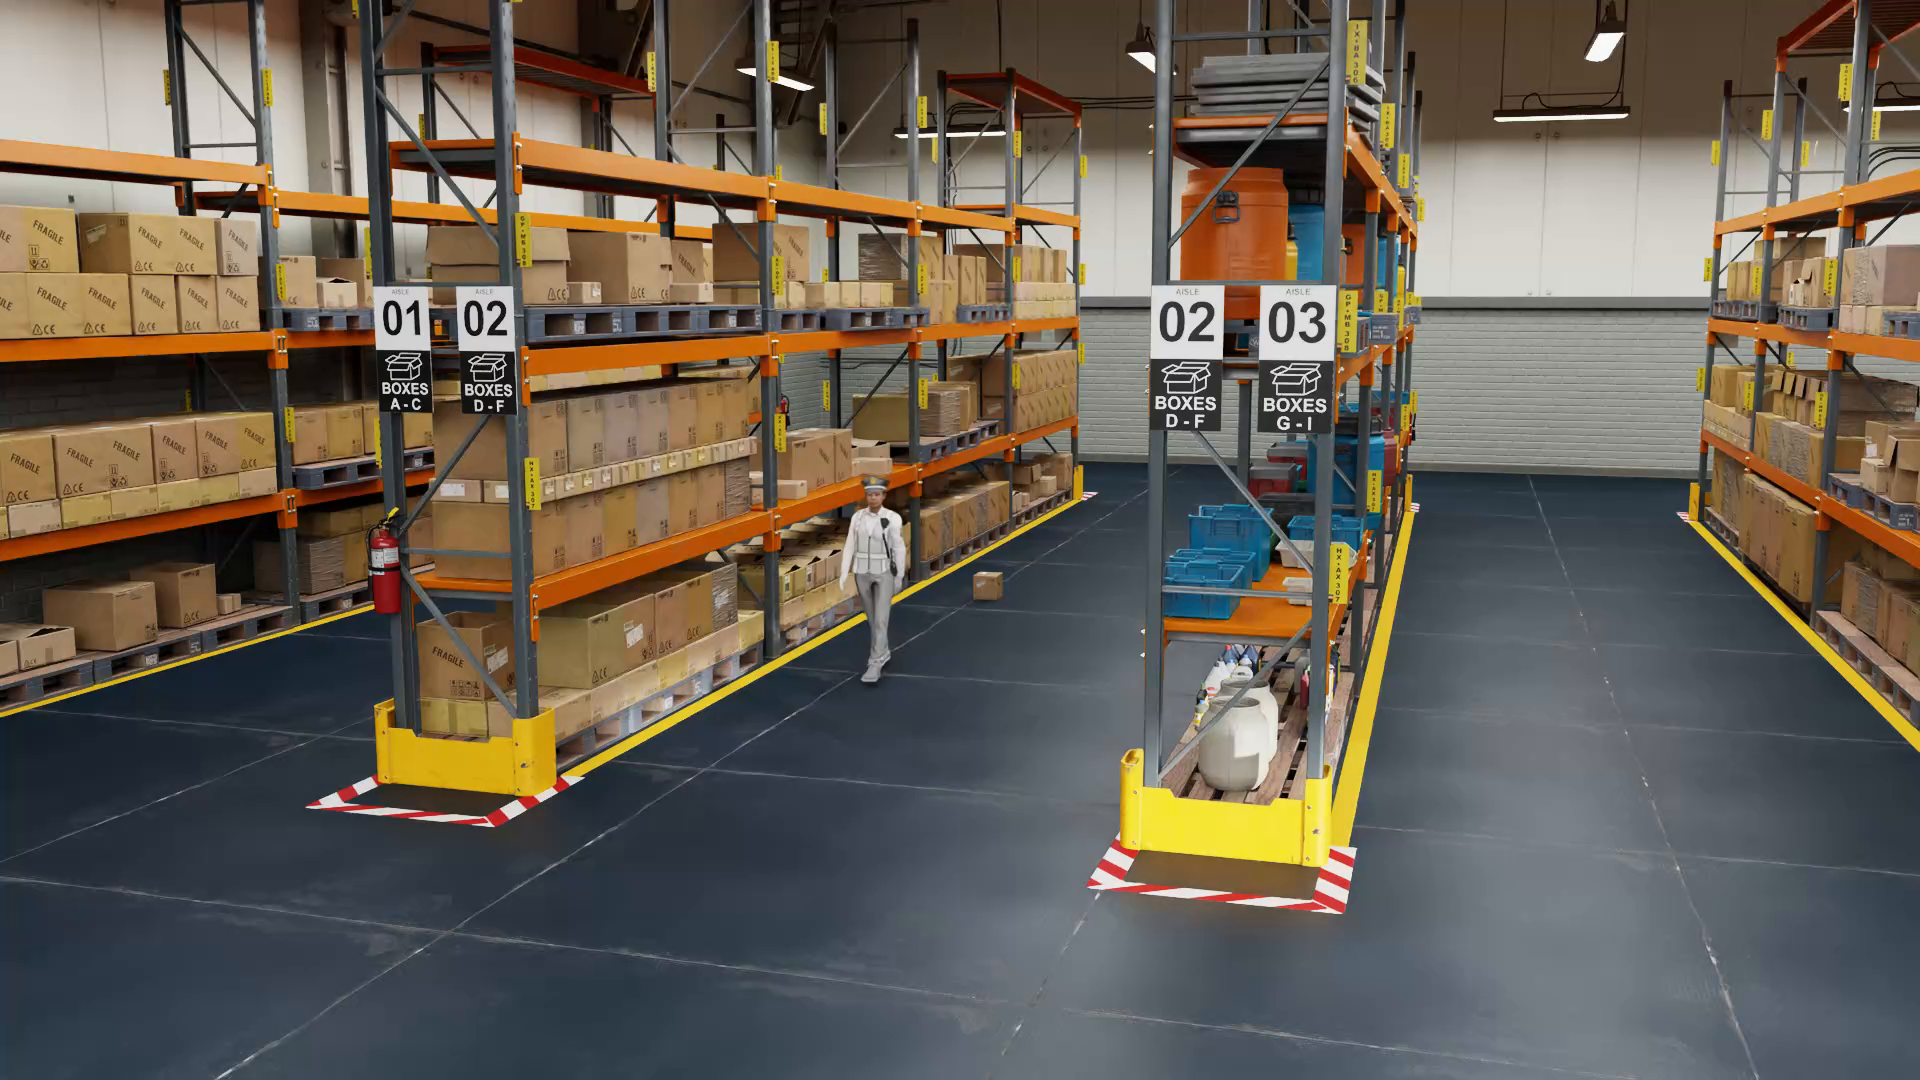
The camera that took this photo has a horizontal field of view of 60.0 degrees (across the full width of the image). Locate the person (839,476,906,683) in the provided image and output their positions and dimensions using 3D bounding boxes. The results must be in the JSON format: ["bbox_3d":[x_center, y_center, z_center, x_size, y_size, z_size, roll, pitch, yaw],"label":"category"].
[{"bbox_3d":[-0.743,0.292,13.704,0.499,1.636,0.953,3,9,17],"label":"person"}]
